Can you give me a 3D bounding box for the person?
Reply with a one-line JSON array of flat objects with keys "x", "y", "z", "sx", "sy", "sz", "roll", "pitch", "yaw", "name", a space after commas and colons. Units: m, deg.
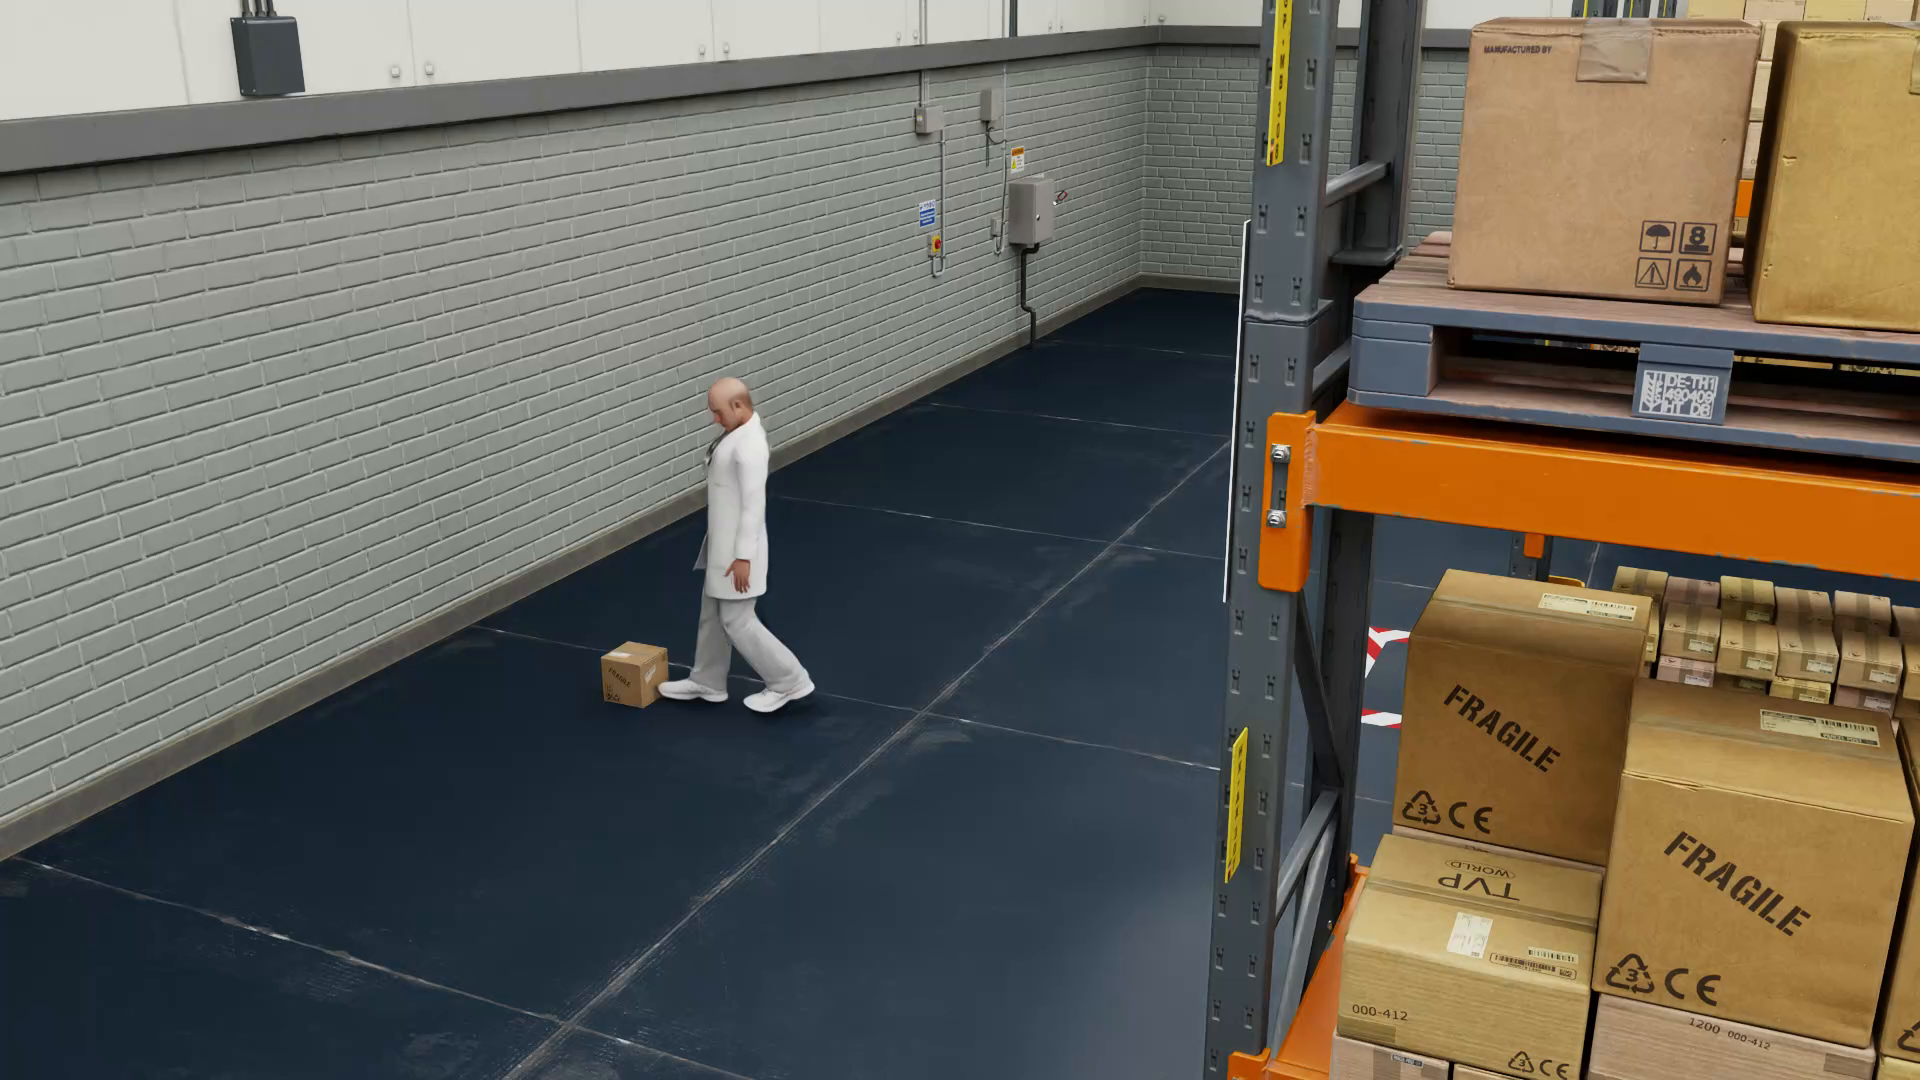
[{"x": -1.174, "y": 0.033, "z": 8.464, "sx": 0.816, "sy": 1.753, "sz": 0.630, "roll": -3, "pitch": 19, "yaw": -7, "name": "person"}]
